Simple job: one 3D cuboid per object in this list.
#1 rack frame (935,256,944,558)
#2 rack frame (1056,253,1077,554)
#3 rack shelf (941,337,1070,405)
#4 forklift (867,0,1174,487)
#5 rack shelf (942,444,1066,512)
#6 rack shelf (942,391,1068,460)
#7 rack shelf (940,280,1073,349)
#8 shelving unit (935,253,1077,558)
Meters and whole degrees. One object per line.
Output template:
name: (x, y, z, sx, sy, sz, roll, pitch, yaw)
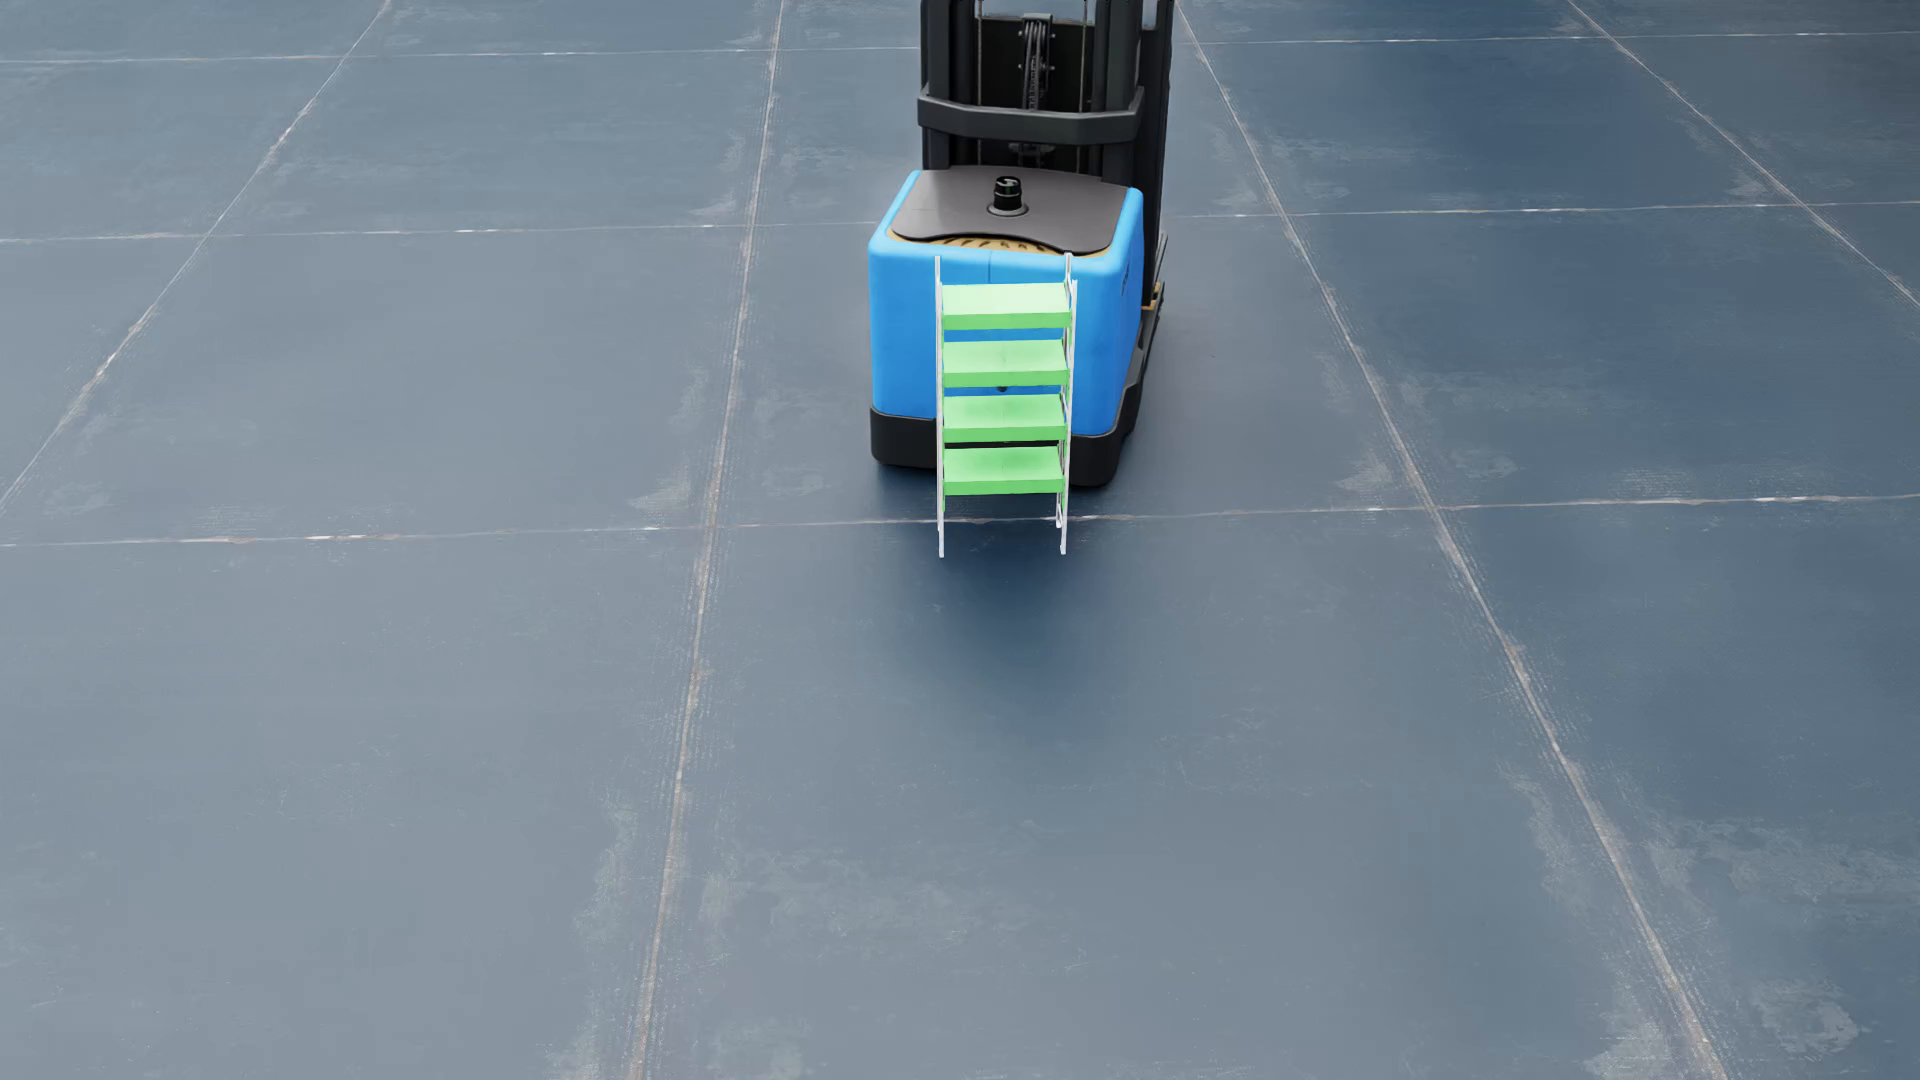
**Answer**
rack frame: (-0.078, -0.491, 6.405, 0.015, 1.200, 0.240, -2, 35, -2)
rack frame: (0.409, -0.504, 6.424, 0.015, 1.200, 0.240, -2, 35, -2)
rack shelf: (0.165, -0.643, 6.315, 0.480, 0.148, 0.258, -2, 35, -2)
forklift: (0.418, -2.258, 7.438, 1.130, 2.935, 3.031, 7, 35, 10)
rack shelf: (0.165, -0.248, 6.588, 0.480, 0.148, 0.258, -2, 35, -2)
rack shelf: (0.165, -0.445, 6.451, 0.480, 0.148, 0.258, -2, 35, -2)
rack shelf: (0.165, -0.840, 6.178, 0.480, 0.148, 0.258, -2, 35, -2)
shelving unit: (0.165, -0.498, 6.415, 0.503, 1.200, 0.258, -2, 35, -2)
